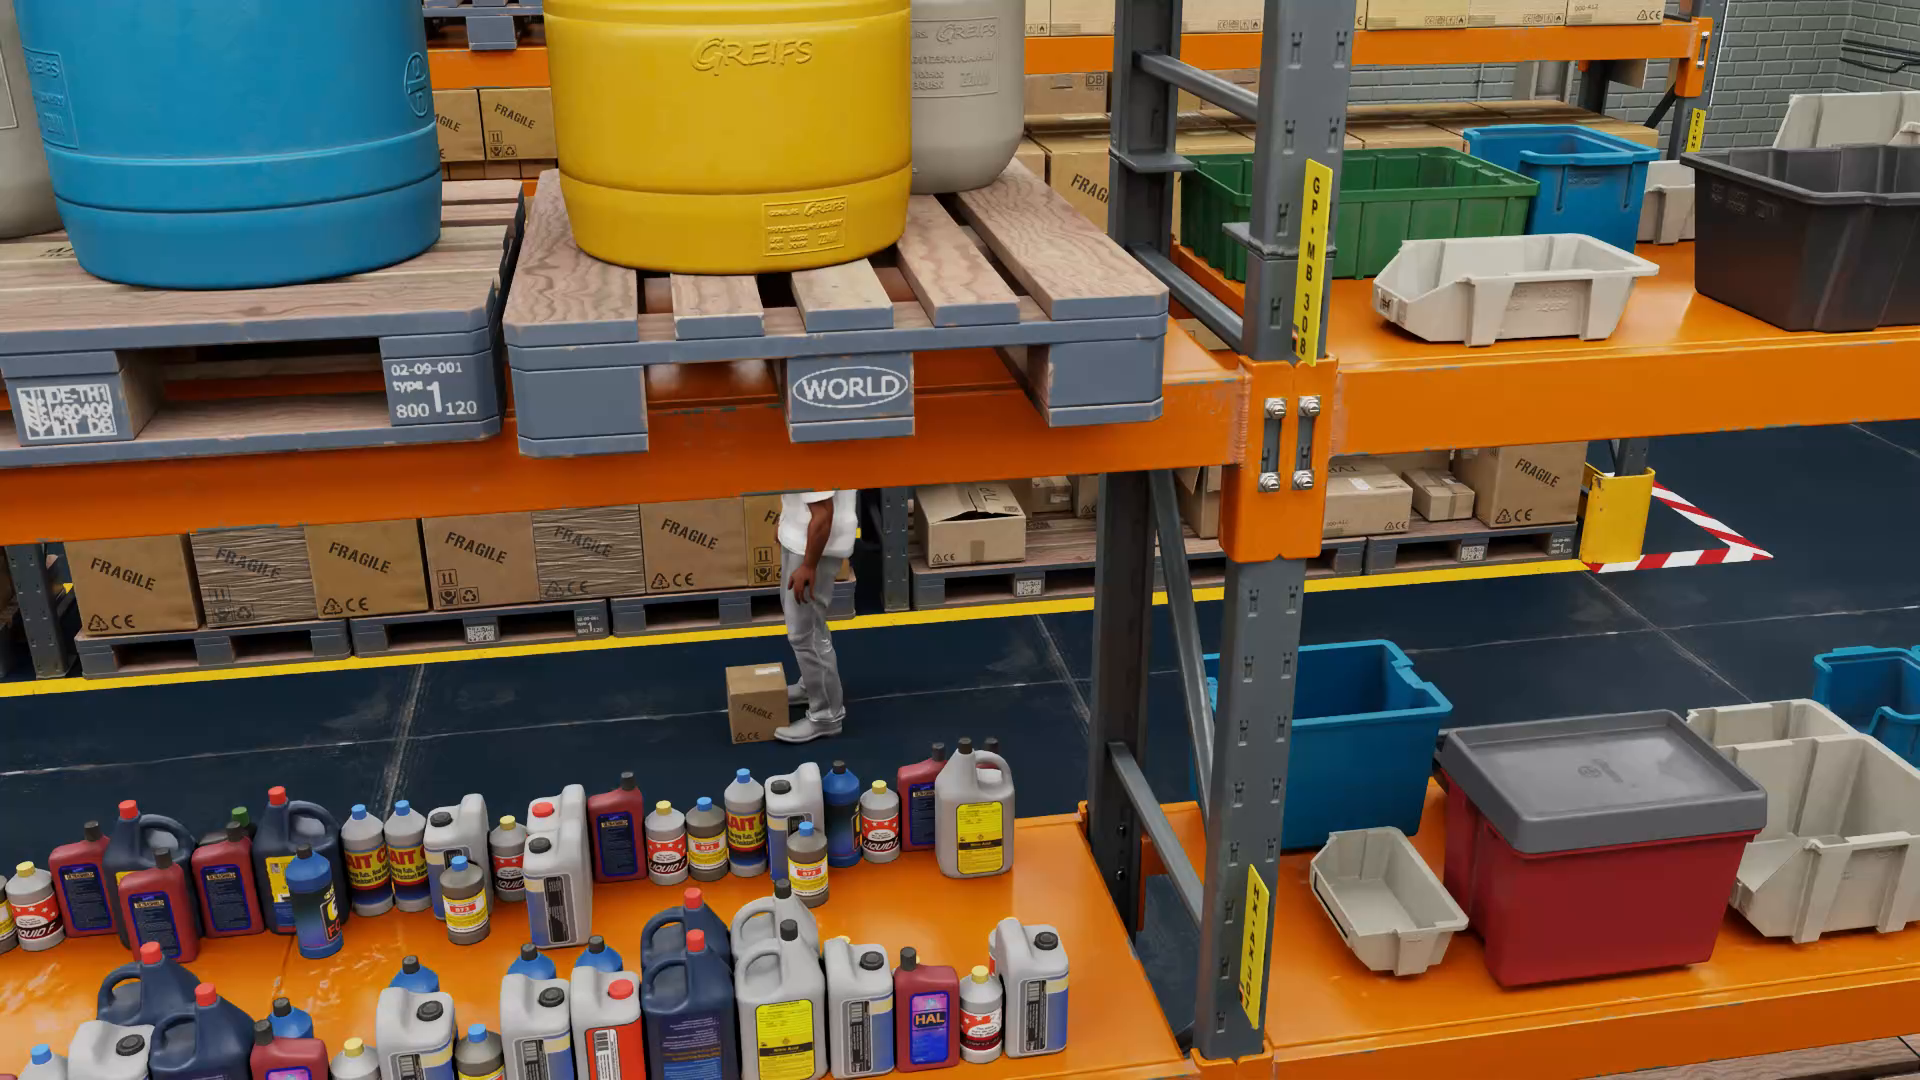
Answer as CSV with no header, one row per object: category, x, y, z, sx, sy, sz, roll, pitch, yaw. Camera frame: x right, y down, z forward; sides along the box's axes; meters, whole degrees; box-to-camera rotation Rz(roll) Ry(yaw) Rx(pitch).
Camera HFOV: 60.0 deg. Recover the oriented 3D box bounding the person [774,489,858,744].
person,-0.672,0.006,7.059,0.460,1.761,0.637,-4,24,-10
